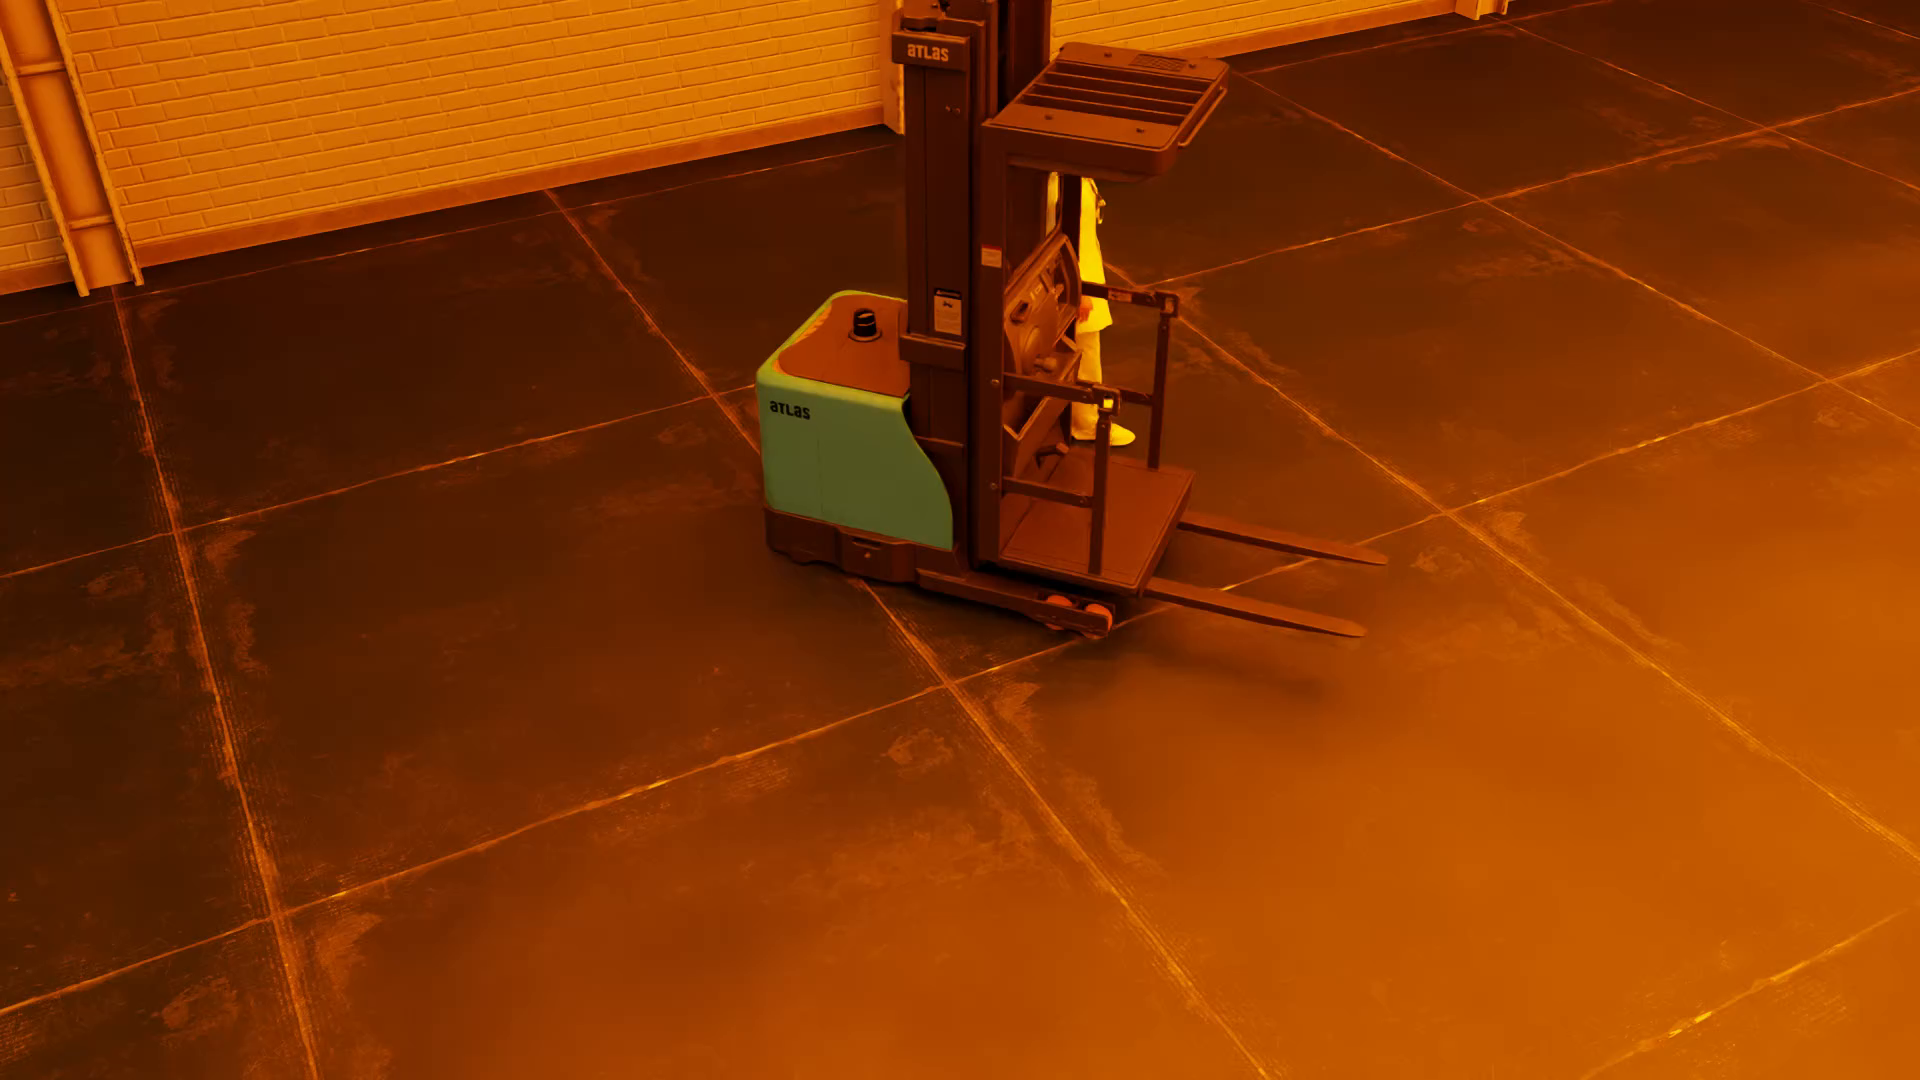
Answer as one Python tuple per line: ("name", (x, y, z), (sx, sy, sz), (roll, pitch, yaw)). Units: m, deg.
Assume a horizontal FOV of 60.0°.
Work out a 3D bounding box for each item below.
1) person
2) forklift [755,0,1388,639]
("person", (0.726, -1.437, 9.150), (0.551, 1.781, 0.707), (1, 35, 2))
("forklift", (0.570, -1.070, 7.637), (3.031, 2.935, 1.130), (13, 37, 17))
